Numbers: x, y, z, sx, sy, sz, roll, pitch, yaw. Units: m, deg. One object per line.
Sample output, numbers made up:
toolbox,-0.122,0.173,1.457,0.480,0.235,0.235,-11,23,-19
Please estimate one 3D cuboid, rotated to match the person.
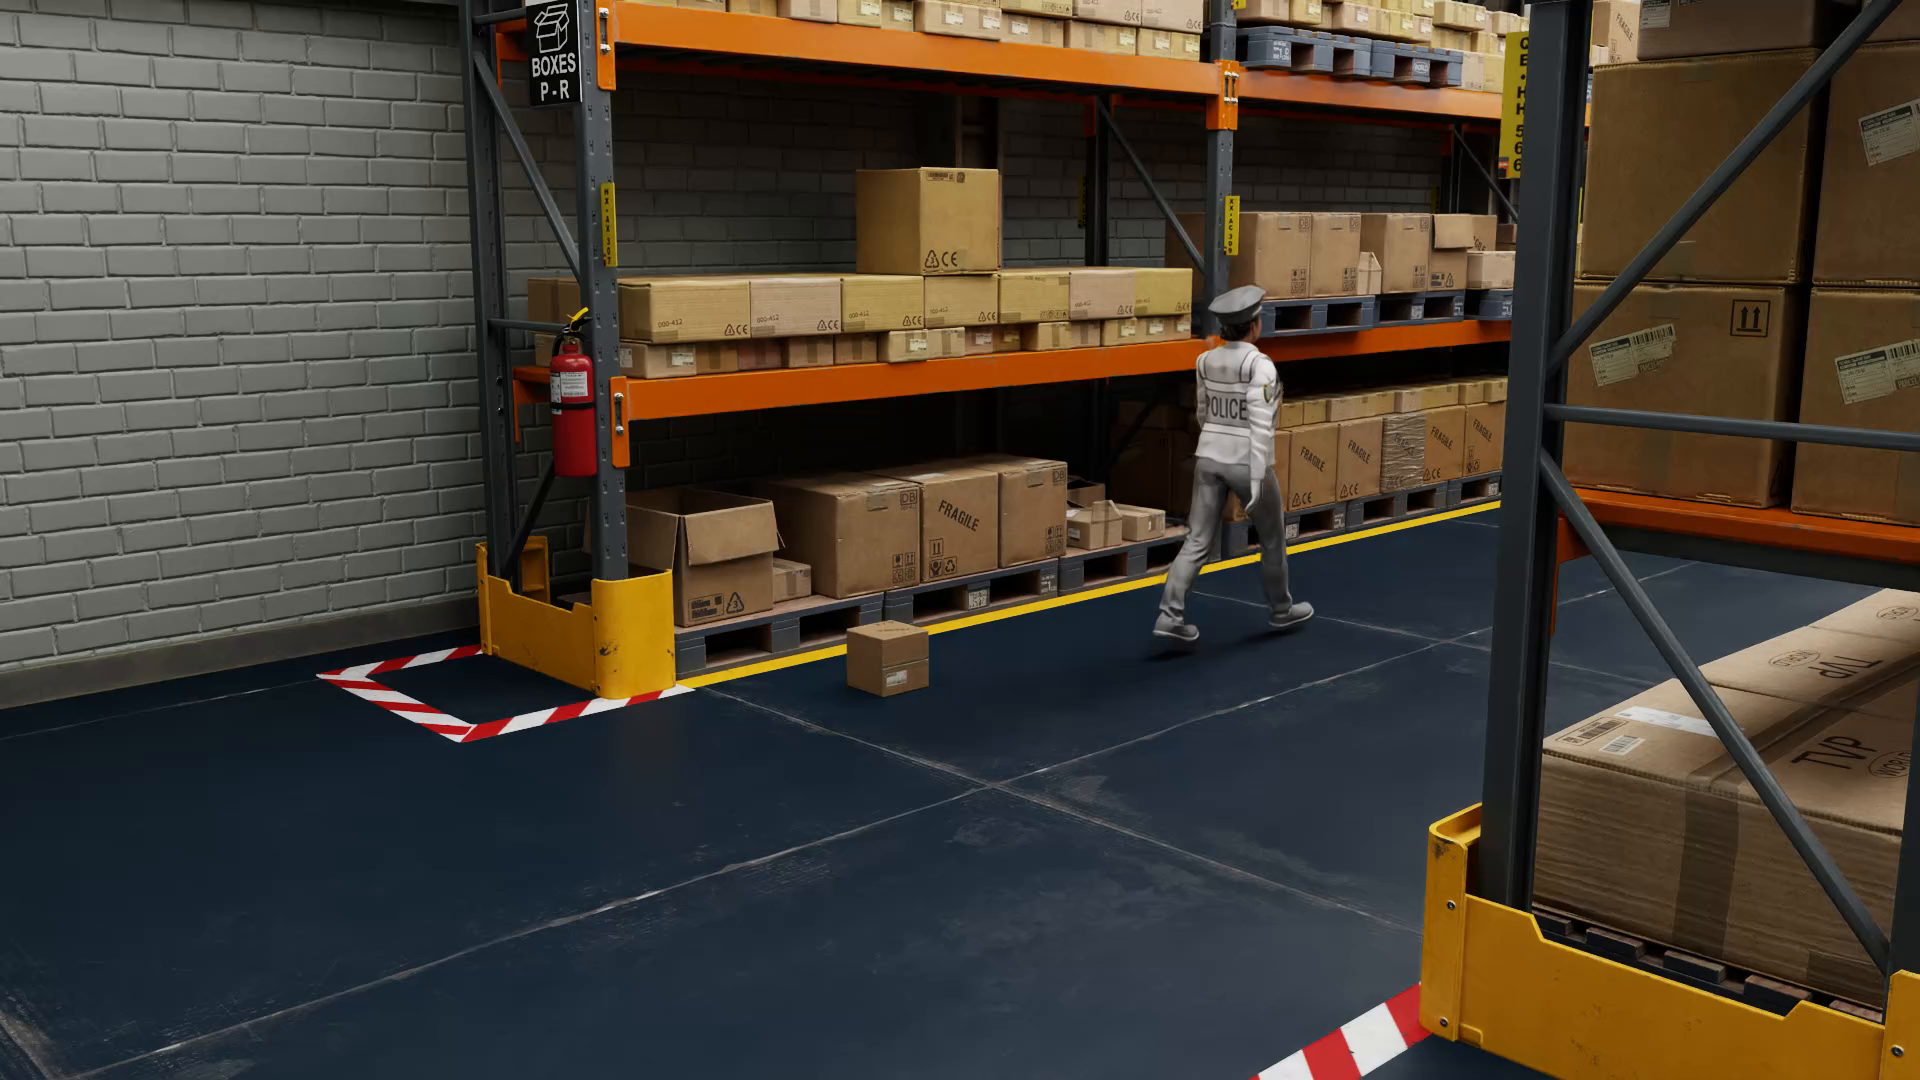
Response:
person,1.286,-0.356,7.697,0.506,1.631,1.025,10,14,42
